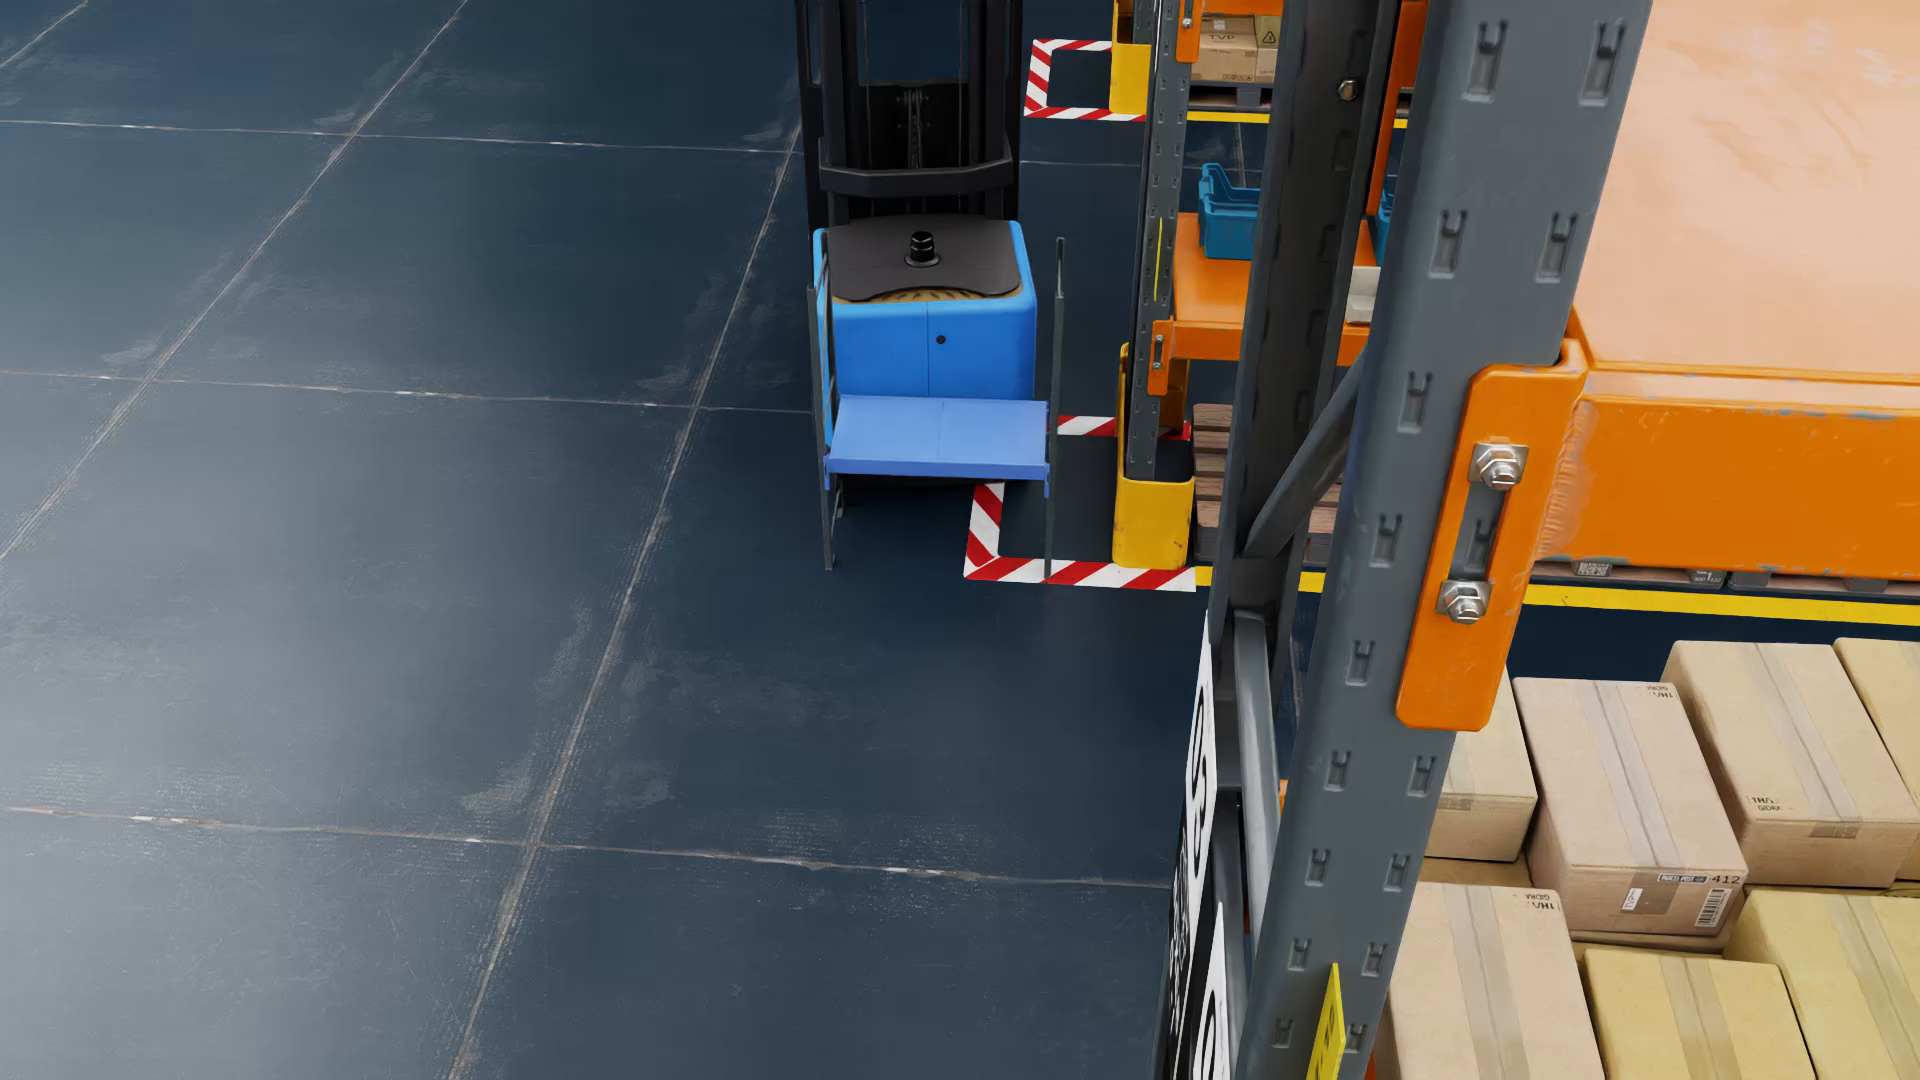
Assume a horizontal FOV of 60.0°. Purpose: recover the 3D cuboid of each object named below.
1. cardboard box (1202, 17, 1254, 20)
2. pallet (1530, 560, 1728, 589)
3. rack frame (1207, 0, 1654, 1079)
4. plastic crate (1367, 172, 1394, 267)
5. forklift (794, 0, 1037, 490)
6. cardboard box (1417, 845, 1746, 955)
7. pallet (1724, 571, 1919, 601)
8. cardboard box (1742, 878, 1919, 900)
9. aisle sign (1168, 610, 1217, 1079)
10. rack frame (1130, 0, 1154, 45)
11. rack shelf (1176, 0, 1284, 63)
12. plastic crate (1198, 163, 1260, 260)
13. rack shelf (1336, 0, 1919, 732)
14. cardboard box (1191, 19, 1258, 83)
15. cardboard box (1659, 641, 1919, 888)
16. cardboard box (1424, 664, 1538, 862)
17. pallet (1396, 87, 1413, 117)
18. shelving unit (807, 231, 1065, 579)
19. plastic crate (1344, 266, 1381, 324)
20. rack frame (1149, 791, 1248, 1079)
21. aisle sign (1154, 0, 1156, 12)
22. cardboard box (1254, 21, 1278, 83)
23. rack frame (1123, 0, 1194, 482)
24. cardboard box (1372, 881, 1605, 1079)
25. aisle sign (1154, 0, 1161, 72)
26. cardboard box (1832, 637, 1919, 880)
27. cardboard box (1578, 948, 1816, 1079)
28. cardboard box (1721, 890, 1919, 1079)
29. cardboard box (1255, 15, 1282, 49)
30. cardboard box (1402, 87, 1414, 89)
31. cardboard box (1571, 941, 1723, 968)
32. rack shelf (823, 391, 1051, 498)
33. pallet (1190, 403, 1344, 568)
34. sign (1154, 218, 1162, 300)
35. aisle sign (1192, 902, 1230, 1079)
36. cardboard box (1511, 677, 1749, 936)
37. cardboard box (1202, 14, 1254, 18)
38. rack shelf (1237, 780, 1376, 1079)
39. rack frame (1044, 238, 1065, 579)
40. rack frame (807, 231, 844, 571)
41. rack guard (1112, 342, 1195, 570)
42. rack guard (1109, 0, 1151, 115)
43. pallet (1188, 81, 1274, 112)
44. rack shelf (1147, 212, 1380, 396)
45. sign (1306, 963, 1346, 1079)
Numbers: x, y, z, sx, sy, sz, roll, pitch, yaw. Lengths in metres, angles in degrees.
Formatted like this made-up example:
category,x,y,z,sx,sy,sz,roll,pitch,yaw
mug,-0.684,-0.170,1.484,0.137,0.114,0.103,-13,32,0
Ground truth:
category,x,y,z,sx,sy,sz,roll,pitch,yaw
cardboard box,1.842,-3.739,11.984,0.500,0.250,0.500,3,39,4
pallet,2.952,-0.199,7.998,1.213,0.211,1.003,3,39,4
rack frame,0.424,-0.583,1.508,0.127,3.000,1.000,3,39,4
plastic crate,2.023,-1.435,7.426,0.408,0.251,0.499,3,39,4
forklift,-0.264,-2.297,8.421,1.130,2.935,3.031,-3,39,-4
cardboard box,0.926,0.505,2.666,0.500,0.250,0.500,4,39,5
pallet,4.171,-0.135,7.919,1.213,0.211,1.003,3,39,4
cardboard box,1.424,0.531,2.635,0.500,0.250,0.500,3,39,4
aisle sign,0.388,0.544,2.817,0.004,0.787,0.394,3,39,4
rack frame,1.283,-4.486,11.056,0.127,3.000,1.000,3,39,4
rack shelf,2.844,-2.146,6.375,4.000,0.370,1.077,3,39,4
plastic crate,1.376,-1.474,7.473,0.616,0.251,0.499,3,39,4
rack shelf,2.417,-0.194,1.602,4.000,0.370,1.077,3,39,4
cardboard box,1.798,-3.413,11.584,0.500,0.250,0.500,3,39,4
cardboard box,1.259,0.337,2.557,0.250,0.149,0.380,2,39,2
cardboard box,0.728,0.303,2.599,0.250,0.149,0.380,3,39,4
pallet,3.260,-3.321,11.834,1.213,0.211,1.003,3,39,4
shelving unit,-0.089,-0.578,7.442,1.048,1.500,0.538,2,39,3
plastic crate,1.715,-1.018,7.004,0.250,0.136,0.298,3,39,4
rack frame,0.424,1.744,3.402,0.127,3.000,1.000,3,39,4
aisle sign,0.805,-2.570,6.642,0.004,0.787,0.394,3,39,4
cardboard box,2.296,-3.389,11.553,0.500,0.250,0.500,3,39,4
rack frame,0.852,-1.371,7.229,0.127,3.000,1.000,3,39,4
cardboard box,0.679,0.645,2.179,0.250,0.149,0.380,3,39,4
aisle sign,0.755,-2.199,6.187,0.004,0.787,0.394,3,39,4
cardboard box,1.511,0.336,2.559,0.250,0.149,0.380,3,39,4
cardboard box,0.929,0.720,2.087,0.250,0.149,0.380,4,39,5
cardboard box,1.191,0.656,2.166,0.250,0.149,0.380,2,39,3
cardboard box,2.296,-3.678,11.315,0.500,0.500,0.500,3,39,4
cardboard box,3.292,-3.331,11.482,0.500,0.250,0.500,3,39,4
cardboard box,0.882,0.828,2.270,0.500,0.250,0.500,4,39,5
rack shelf,-0.089,-0.438,7.555,1.000,0.185,0.538,2,39,3
pallet,1.740,-0.267,8.082,1.213,0.211,1.003,3,39,4
sign,0.800,-1.133,6.717,0.005,0.325,0.100,3,39,4
aisle sign,0.337,0.921,2.353,0.004,0.787,0.394,3,39,4
cardboard box,0.977,0.391,2.491,0.250,0.149,0.380,2,39,2
cardboard box,1.843,-4.031,11.749,0.500,0.500,0.500,3,39,4
rack shelf,2.417,0.969,2.548,4.000,0.370,1.077,3,39,4
rack frame,0.419,-0.559,7.419,0.032,1.500,0.500,2,39,3
rack frame,-0.596,-0.596,7.465,0.032,1.500,0.500,2,39,3
rack guard,0.931,-0.427,8.049,0.348,0.500,1.175,3,39,4
rack guard,1.259,-3.518,11.847,0.348,0.500,1.175,3,39,4
pallet,2.048,-3.389,11.917,1.213,0.211,1.003,3,39,4
rack shelf,2.844,-0.983,7.322,4.000,0.370,1.077,3,39,4
sign,0.378,0.583,1.760,0.005,0.325,0.100,3,39,4
